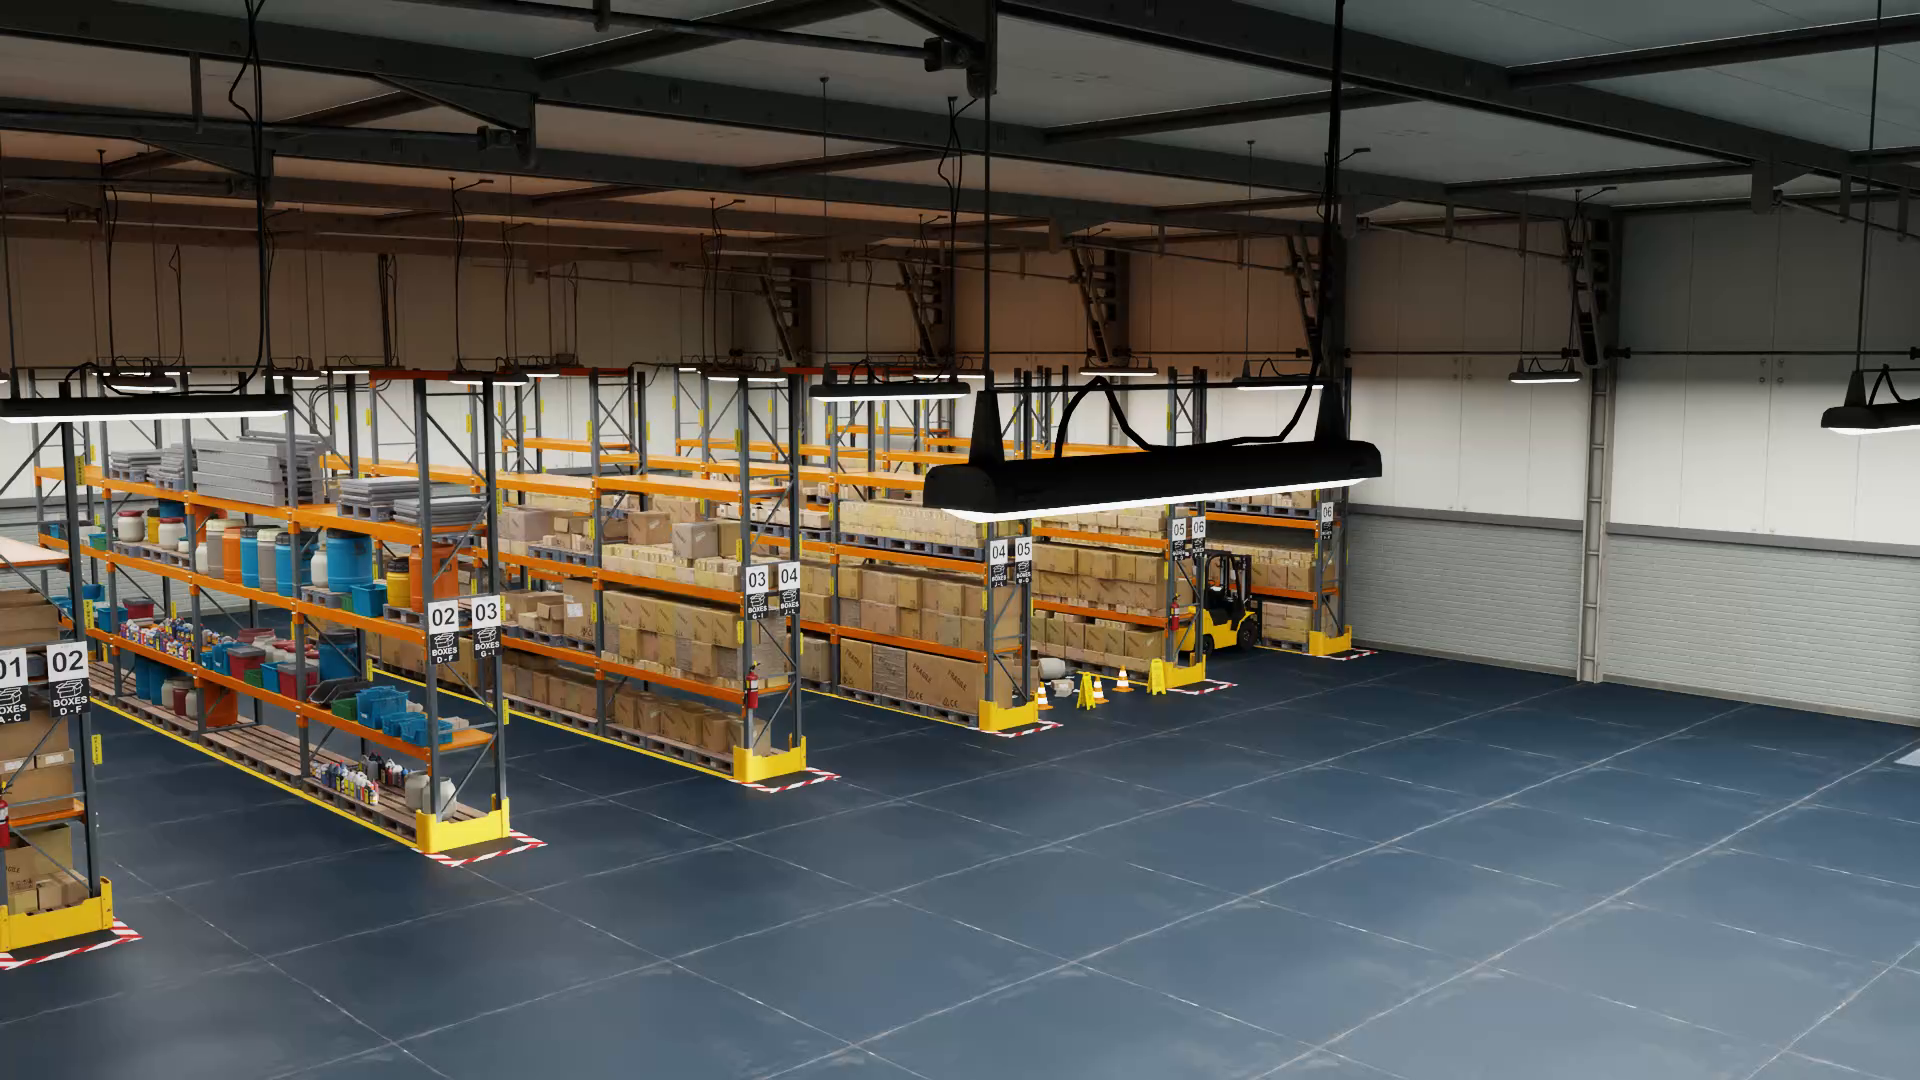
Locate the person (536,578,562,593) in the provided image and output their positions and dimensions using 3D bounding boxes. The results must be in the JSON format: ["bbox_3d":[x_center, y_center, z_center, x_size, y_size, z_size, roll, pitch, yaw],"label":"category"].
[{"bbox_3d":[-10.314,0.805,41.470,0.645,1.732,0.826,5,8,40],"label":"person"}]
